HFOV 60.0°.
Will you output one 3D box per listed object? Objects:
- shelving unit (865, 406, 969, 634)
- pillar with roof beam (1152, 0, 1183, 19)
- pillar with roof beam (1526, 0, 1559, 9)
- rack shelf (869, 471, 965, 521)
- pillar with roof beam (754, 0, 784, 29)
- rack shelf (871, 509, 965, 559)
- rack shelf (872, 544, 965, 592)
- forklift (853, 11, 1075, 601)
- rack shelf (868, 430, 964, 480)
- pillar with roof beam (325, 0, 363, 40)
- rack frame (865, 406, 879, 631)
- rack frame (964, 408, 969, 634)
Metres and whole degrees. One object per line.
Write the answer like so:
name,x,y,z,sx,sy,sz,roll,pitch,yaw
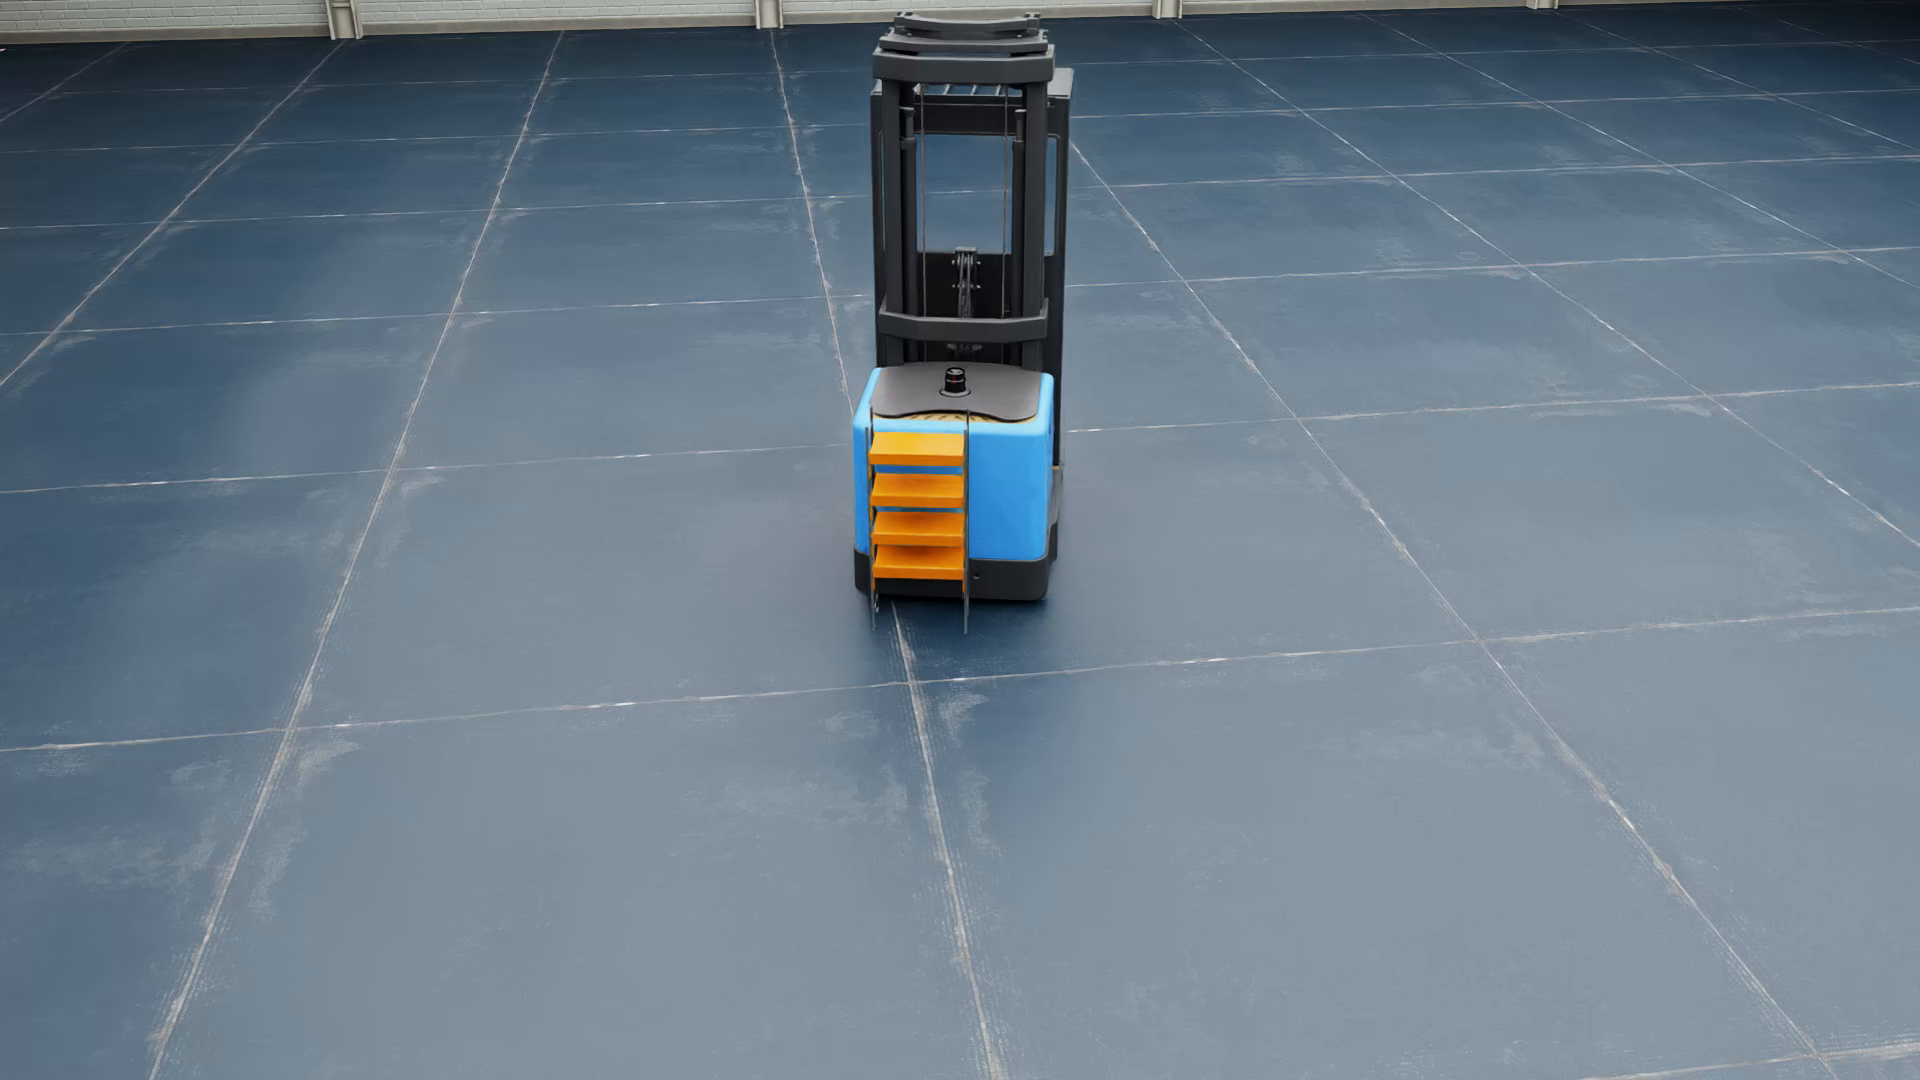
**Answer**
shelving unit,-0.210,-0.090,8.597,0.503,1.200,0.258,1,30,3
pillar with roof beam,3.738,-10.001,19.384,0.400,9.000,9.100,-4,27,-7
pillar with roof beam,9.679,-10.383,20.128,0.400,9.000,9.100,-4,27,-7
rack shelf,-0.210,-0.225,8.519,0.480,0.148,0.258,1,30,3
pillar with roof beam,-2.204,-9.619,18.640,0.400,9.000,9.100,-4,27,-7
rack shelf,-0.210,-0.031,8.631,0.480,0.148,0.258,1,30,3
rack shelf,-0.209,0.141,8.729,0.480,0.148,0.258,1,30,3
forklift,0.078,-1.619,9.694,1.130,2.935,3.031,2,27,5
rack shelf,-0.211,-0.431,8.402,0.480,0.148,0.258,1,30,3
pillar with roof beam,-8.145,-9.238,17.896,0.400,9.000,9.100,-4,27,-7
rack frame,-0.453,-0.096,8.609,0.015,1.200,0.240,1,30,3
rack frame,0.034,-0.084,8.585,0.015,1.200,0.240,1,30,3
